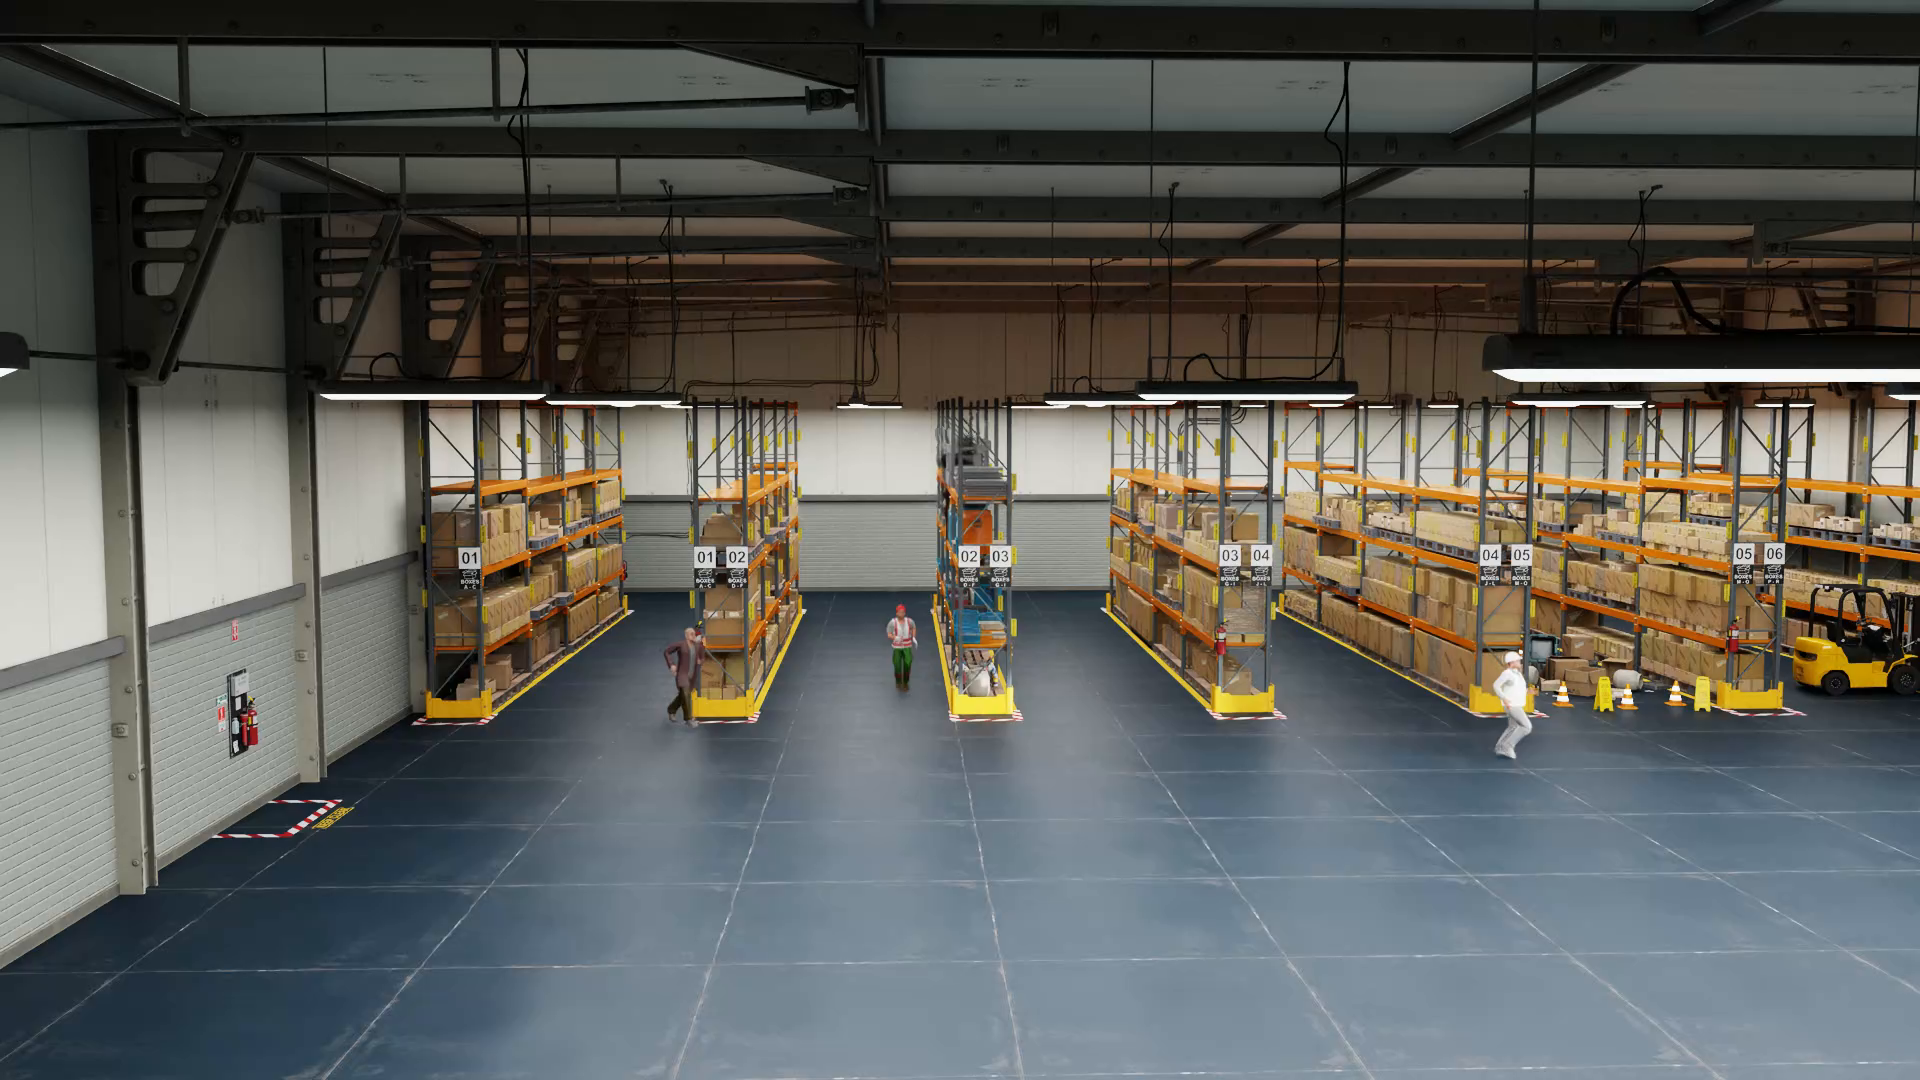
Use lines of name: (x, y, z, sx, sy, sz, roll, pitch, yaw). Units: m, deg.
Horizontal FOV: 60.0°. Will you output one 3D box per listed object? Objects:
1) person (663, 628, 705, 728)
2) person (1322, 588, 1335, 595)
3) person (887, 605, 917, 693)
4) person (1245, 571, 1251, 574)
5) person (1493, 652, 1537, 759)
person: (-4.947, 2.468, 30.202, 0.733, 1.743, 1.114, -4, 6, -44)
person: (10.742, 1.173, 48.884, 0.783, 1.599, 0.685, 4, 6, 42)
person: (-1.174, 2.215, 33.890, 0.643, 1.796, 0.805, -1, 4, -7)
person: (8.008, 1.285, 46.400, 0.712, 1.765, 0.647, 0, 4, 6)
person: (9.160, 2.725, 27.391, 0.662, 1.751, 0.638, 3, 5, 33)
